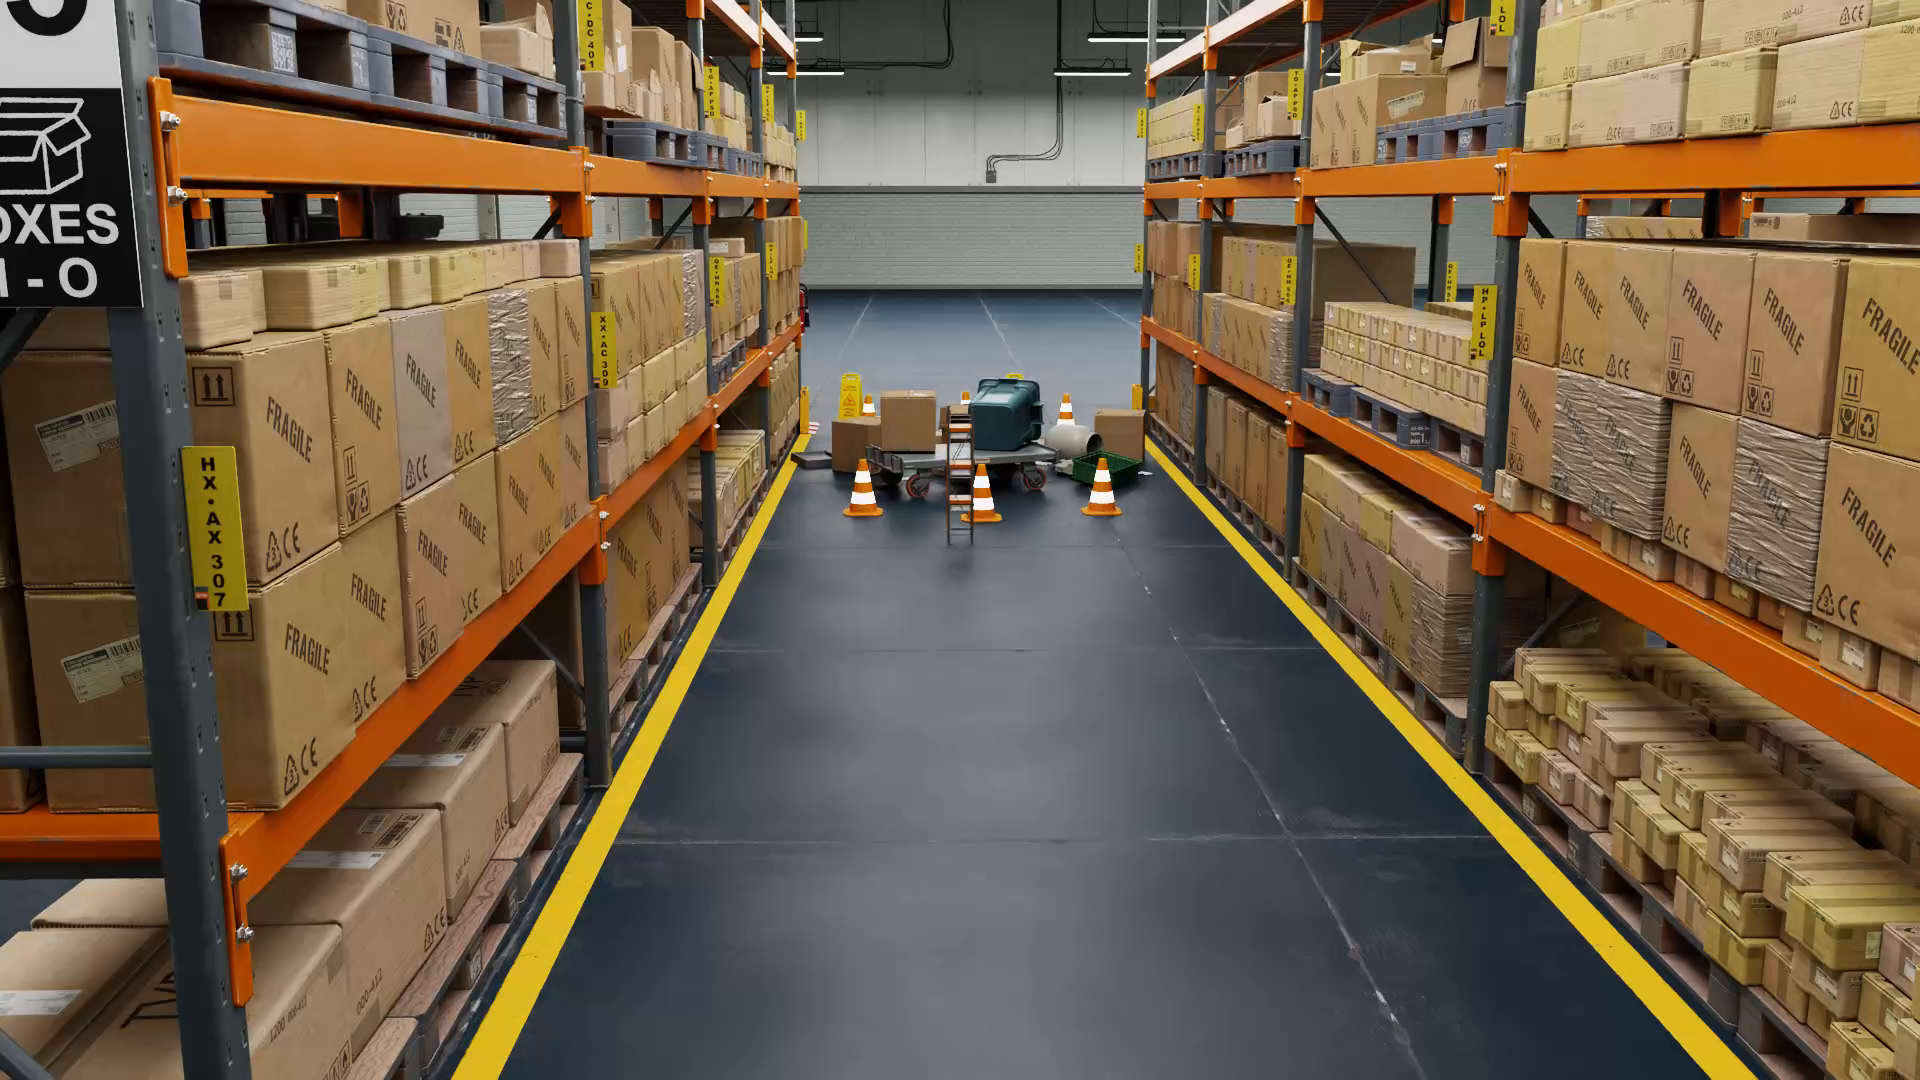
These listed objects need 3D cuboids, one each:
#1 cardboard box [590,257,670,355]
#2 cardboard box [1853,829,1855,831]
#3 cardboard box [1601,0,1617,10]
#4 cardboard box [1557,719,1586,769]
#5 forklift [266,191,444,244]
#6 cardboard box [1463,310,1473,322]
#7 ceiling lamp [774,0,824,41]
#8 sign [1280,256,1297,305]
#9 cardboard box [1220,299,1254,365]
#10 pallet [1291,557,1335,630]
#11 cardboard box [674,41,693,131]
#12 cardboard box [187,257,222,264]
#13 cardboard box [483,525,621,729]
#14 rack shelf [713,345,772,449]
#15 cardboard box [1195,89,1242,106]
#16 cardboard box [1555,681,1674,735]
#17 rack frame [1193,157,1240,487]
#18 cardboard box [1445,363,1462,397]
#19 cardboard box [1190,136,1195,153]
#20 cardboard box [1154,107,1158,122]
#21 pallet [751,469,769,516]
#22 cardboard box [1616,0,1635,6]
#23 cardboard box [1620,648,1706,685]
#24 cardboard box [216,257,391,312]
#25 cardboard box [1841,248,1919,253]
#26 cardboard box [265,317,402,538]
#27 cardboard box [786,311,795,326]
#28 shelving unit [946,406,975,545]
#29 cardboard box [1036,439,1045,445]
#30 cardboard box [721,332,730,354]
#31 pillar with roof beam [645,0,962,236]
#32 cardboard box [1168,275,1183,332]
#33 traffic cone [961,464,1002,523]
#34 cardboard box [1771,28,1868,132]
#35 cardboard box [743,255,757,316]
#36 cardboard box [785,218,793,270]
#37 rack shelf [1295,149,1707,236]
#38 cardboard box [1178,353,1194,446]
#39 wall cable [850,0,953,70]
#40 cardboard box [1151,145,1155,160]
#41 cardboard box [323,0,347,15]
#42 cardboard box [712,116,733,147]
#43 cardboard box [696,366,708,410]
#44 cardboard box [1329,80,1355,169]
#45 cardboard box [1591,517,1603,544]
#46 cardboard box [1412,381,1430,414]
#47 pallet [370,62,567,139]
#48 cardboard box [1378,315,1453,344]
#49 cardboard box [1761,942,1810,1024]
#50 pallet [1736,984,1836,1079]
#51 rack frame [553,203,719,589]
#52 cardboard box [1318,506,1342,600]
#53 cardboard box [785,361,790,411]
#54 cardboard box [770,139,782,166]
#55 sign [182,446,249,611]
[{"bbox_3d":[-1.873,-1.283,9.071,0.500,0.500,0.500,0,11,-2],"label":"cardboard box"},{"bbox_3d":[3.105,1.029,5.807,0.380,0.149,0.250,0,11,2],"label":"cardboard box"},{"bbox_3d":[2.657,-2.066,6.272,0.380,0.149,0.250,0,11,-2],"label":"cardboard box"},{"bbox_3d":[2.683,0.825,6.813,0.380,0.149,0.250,0,11,-1],"label":"cardboard box"},{"bbox_3d":[-4.784,-1.579,13.472,1.130,2.935,3.031,0,11,-2],"label":"forklift"},{"bbox_3d":[3.262,-1.311,10.055,0.380,0.149,0.250,0,11,1],"label":"cardboard box"},{"bbox_3d":[-3.789,-11.778,33.802,2.000,3.185,0.800,0,11,-1],"label":"ceiling lamp"},{"bbox_3d":[2.221,-1.752,11.236,0.100,0.325,0.005,0,11,-1],"label":"sign"},{"bbox_3d":[2.454,-1.726,13.770,0.500,0.500,0.500,0,11,-1],"label":"cardboard box"},{"bbox_3d":[2.791,0.335,10.878,1.003,0.211,1.213,0,11,-1],"label":"pallet"},{"bbox_3d":[-1.960,-2.675,9.851,0.700,0.500,0.500,-1,11,-4],"label":"cardboard box"},{"bbox_3d":[-2.230,-0.688,4.507,0.380,0.149,0.250,0,11,-2],"label":"cardboard box"},{"bbox_3d":[-2.181,0.361,8.023,0.875,0.875,0.875,0,11,1],"label":"cardboard box"},{"bbox_3d":[-2.212,-1.192,13.198,1.077,0.370,4.000,0,11,-1],"label":"rack shelf"},{"bbox_3d":[2.367,-4.046,15.233,0.380,0.149,0.250,0,11,-2],"label":"cardboard box"},{"bbox_3d":[2.660,0.682,6.770,0.380,0.149,0.250,0,11,-2],"label":"cardboard box"},{"bbox_3d":[2.694,-1.982,15.285,1.000,3.000,0.127,0,11,-1],"label":"rack frame"},{"bbox_3d":[2.644,-0.800,8.287,0.380,0.149,0.250,0,11,1],"label":"cardboard box"},{"bbox_3d":[2.361,-3.705,15.558,0.380,0.149,0.250,0,11,0],"label":"cardboard box"},{"bbox_3d":[2.309,-4.602,17.971,0.380,0.149,0.250,0,11,-2],"label":"cardboard box"},{"bbox_3d":[-2.236,-0.420,14.600,1.003,0.211,1.213,0,11,-1],"label":"pallet"},{"bbox_3d":[2.617,-2.014,6.016,0.380,0.149,0.250,-1,11,-3],"label":"cardboard box"},{"bbox_3d":[3.127,0.578,7.286,0.380,0.149,0.250,0,11,0],"label":"cardboard box"},{"bbox_3d":[-1.785,-0.693,4.534,0.380,0.149,0.250,0,11,-1],"label":"cardboard box"},{"bbox_3d":[3.178,-0.677,5.337,0.500,0.500,0.500,-1,11,-3],"label":"cardboard box"},{"bbox_3d":[-1.748,-0.295,4.201,0.500,0.500,0.500,-1,11,-3],"label":"cardboard box"},{"bbox_3d":[-1.979,-2.388,17.919,0.380,0.149,0.250,0,11,0],"label":"cardboard box"},{"bbox_3d":[0.001,-0.504,12.902,0.215,1.050,0.252,0,11,-1],"label":"shelving unit"},{"bbox_3d":[0.817,-0.976,17.204,0.396,0.266,0.258,2,12,9],"label":"cardboard box"},{"bbox_3d":[-1.908,-1.460,12.289,0.380,0.149,0.250,0,11,-1],"label":"cardboard box"},{"bbox_3d":[-4.501,-11.495,47.086,9.100,9.000,0.548,0,11,-1],"label":"pillar with roof beam"},{"bbox_3d":[2.635,-2.451,17.219,0.875,0.550,0.500,0,11,-1],"label":"cardboard box"},{"bbox_3d":[0.178,-0.404,13.888,0.336,0.463,0.334,0,11,-1],"label":"traffic cone"},{"bbox_3d":[2.653,-1.283,4.670,0.500,0.250,0.500,0,11,1],"label":"cardboard box"},{"bbox_3d":[-2.003,-2.153,14.071,0.500,0.500,0.500,0,11,-1],"label":"cardboard box"},{"bbox_3d":[-2.018,-2.916,16.376,0.700,0.500,0.500,0,11,-2],"label":"cardboard box"},{"bbox_3d":[2.818,-1.907,9.180,1.077,0.370,4.000,0,11,-1],"label":"rack shelf"},{"bbox_3d":[2.728,-1.451,16.956,0.875,0.875,0.875,0,11,-1],"label":"cardboard box"},{"bbox_3d":[-1.745,-15.275,49.384,3.097,2.526,0.112,0,11,-1],"label":"wall cable"},{"bbox_3d":[2.304,-4.259,18.288,0.380,0.149,0.250,0,11,-1],"label":"cardboard box"},{"bbox_3d":[-1.986,-1.535,4.455,0.500,0.311,0.500,0,11,0],"label":"cardboard box"},{"bbox_3d":[-2.081,-3.227,13.196,0.500,0.250,0.500,0,11,0],"label":"cardboard box"},{"bbox_3d":[-1.901,-0.974,10.691,0.500,0.250,0.500,-1,11,-3],"label":"cardboard box"},{"bbox_3d":[2.540,-2.492,10.003,0.500,0.500,0.500,0,11,-1],"label":"cardboard box"},{"bbox_3d":[2.675,-0.053,6.409,0.380,0.149,0.250,-1,11,-4],"label":"cardboard box"},{"bbox_3d":[2.627,-0.759,8.832,0.380,0.149,0.250,-1,11,-4],"label":"cardboard box"},{"bbox_3d":[-2.081,-1.615,6.156,1.003,0.211,1.213,0,11,-1],"label":"pallet"},{"bbox_3d":[2.621,-1.207,9.546,0.380,0.149,0.250,0,11,1],"label":"cardboard box"},{"bbox_3d":[2.678,1.338,5.033,0.380,0.149,0.250,0,11,-1],"label":"cardboard box"},{"bbox_3d":[2.959,1.593,4.676,1.003,0.211,1.213,0,11,-1],"label":"pallet"},{"bbox_3d":[-2.171,-1.147,11.167,1.000,3.000,0.127,0,11,-1],"label":"rack frame"},{"bbox_3d":[2.550,0.074,10.382,0.500,0.500,0.500,0,11,0],"label":"cardboard box"},{"bbox_3d":[-2.041,-1.600,17.377,0.500,0.500,0.500,-1,11,-2],"label":"cardboard box"},{"bbox_3d":[-2.006,-3.775,16.206,0.500,0.250,0.500,0,11,-1],"label":"cardboard box"},{"bbox_3d":[-1.450,-0.021,3.240,0.100,0.325,0.005,0,11,-1],"label":"sign"}]
